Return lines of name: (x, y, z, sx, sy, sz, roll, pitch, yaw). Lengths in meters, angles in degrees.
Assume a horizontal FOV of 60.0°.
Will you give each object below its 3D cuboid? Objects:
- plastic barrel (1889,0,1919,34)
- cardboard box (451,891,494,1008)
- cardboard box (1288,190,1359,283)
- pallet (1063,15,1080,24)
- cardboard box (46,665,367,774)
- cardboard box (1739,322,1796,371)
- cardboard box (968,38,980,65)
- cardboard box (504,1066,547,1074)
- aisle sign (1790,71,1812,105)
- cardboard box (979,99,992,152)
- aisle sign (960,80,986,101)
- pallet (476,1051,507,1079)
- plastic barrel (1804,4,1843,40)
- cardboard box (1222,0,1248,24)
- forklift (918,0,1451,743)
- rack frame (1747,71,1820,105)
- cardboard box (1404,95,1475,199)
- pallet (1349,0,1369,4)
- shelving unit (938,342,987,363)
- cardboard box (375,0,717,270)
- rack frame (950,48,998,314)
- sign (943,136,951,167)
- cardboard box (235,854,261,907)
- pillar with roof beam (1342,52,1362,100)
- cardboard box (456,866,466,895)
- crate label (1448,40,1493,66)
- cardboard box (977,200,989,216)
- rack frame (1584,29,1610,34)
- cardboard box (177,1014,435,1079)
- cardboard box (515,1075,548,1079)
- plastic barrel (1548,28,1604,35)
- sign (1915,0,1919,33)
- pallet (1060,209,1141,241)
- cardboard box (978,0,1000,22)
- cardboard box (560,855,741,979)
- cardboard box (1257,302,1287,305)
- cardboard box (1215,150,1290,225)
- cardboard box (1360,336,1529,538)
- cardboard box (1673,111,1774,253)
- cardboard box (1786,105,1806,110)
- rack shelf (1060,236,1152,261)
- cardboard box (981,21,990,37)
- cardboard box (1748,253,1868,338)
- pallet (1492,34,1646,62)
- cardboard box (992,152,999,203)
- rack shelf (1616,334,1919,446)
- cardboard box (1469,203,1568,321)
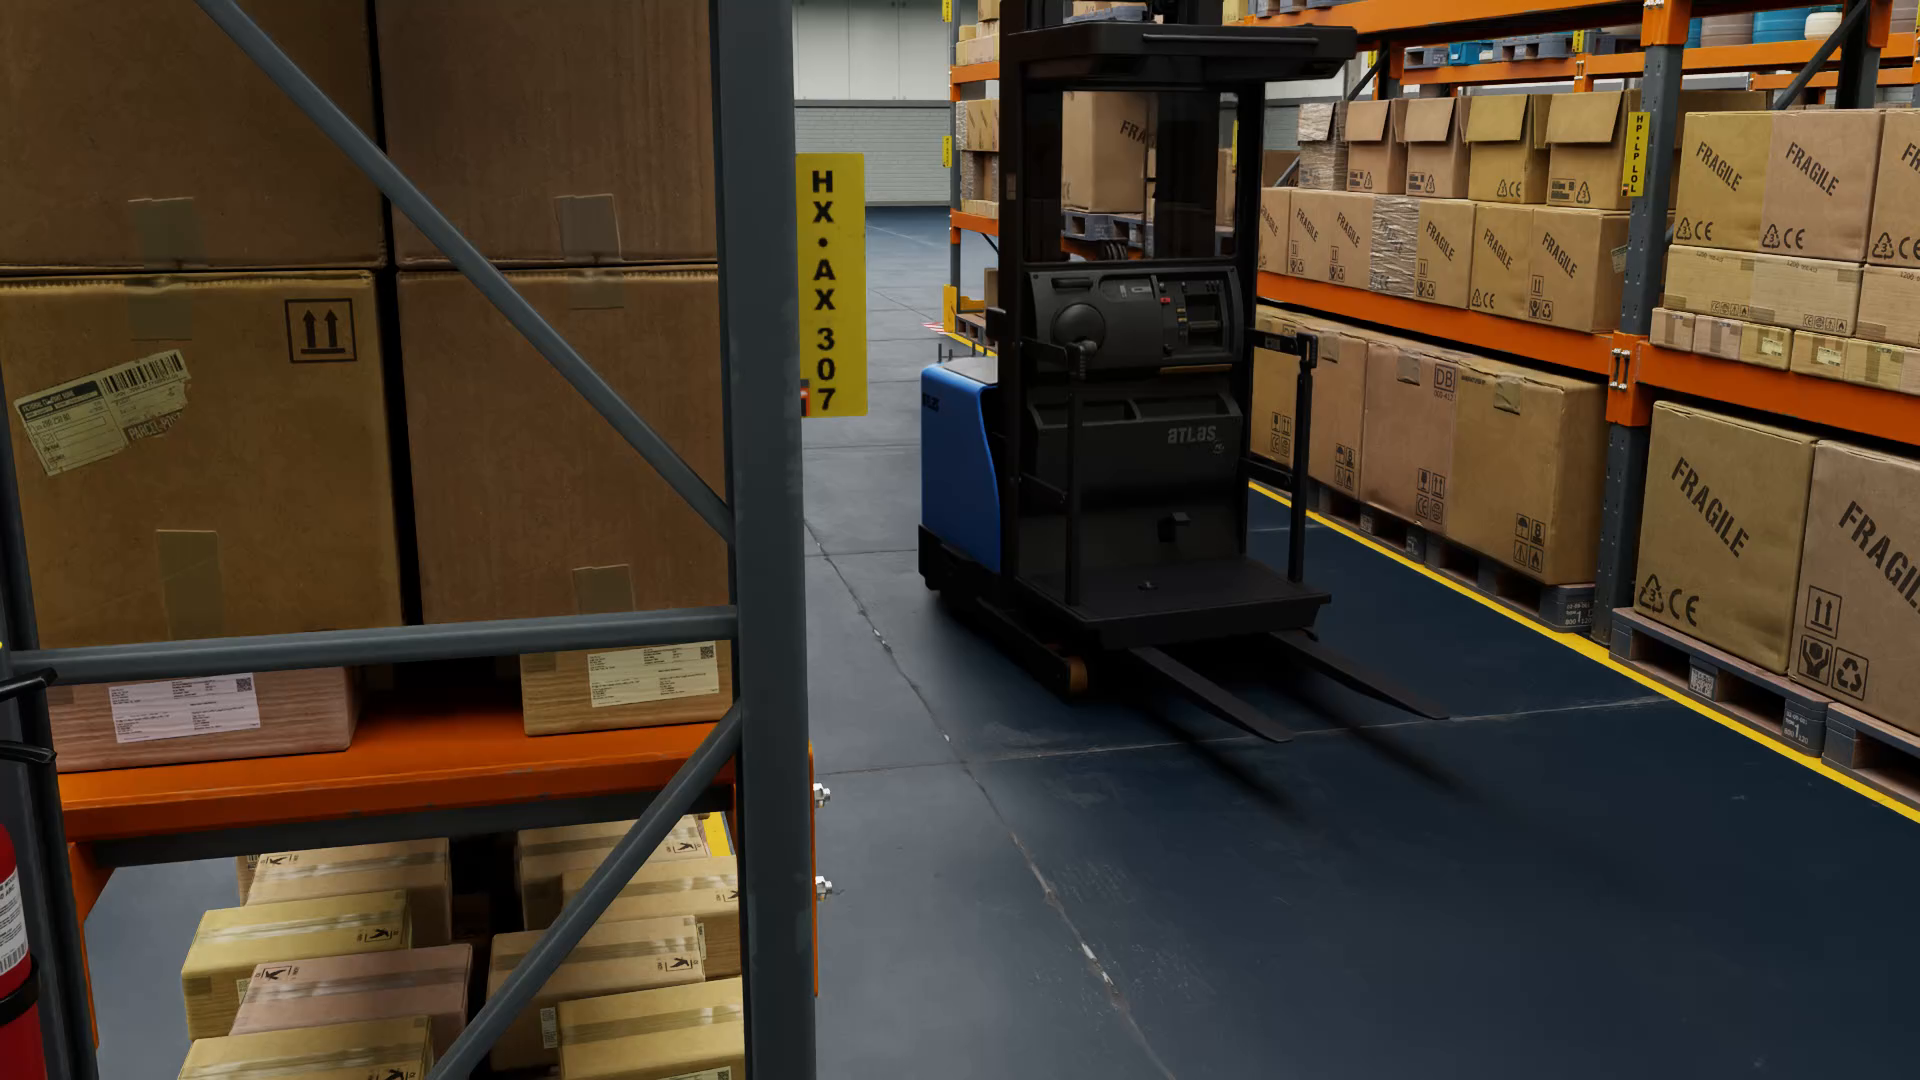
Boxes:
plastic barrel: (7.104, -4.141, 12.179, 0.600, 0.901, 0.600, 0, 14, 0)
cardboard box: (-1.182, 0.879, 3.503, 0.380, 0.149, 0.250, -3, 14, -14)
cardboard box: (2.245, -1.765, 9.620, 0.500, 0.500, 0.500, -4, 14, -15)
pallet: (1.374, -4.103, 13.476, 1.213, 0.211, 1.003, -3, 14, -13)
cardboard box: (-1.046, 0.199, 2.322, 0.380, 0.149, 0.250, -3, 14, -13)
cardboard box: (3.082, -0.710, 6.040, 0.380, 0.149, 0.250, -3, 14, -11)
cardboard box: (0.382, -4.948, 16.856, 0.500, 0.250, 0.500, -4, 14, -14)
cardboard box: (-0.721, 0.920, 3.338, 0.380, 0.149, 0.250, -3, 14, -12)
aisle sign: (10.293, -5.654, 20.271, 0.394, 0.787, 0.004, -3, 14, -13)
cardboard box: (0.487, -4.114, 16.501, 0.500, 0.500, 0.500, -3, 14, -13)
aisle sign: (0.087, -5.068, 17.875, 0.394, 0.787, 0.004, -3, 14, -13)
pallet: (-0.868, 1.284, 3.227, 1.003, 0.211, 1.213, -3, 14, -13)
plastic barrel: (6.561, -3.909, 12.577, 0.301, 0.262, 0.301, 0, 14, 0)
cardboard box: (1.922, -3.443, 10.694, 0.500, 0.250, 0.500, -3, 14, -13)
forklift: (0.798, -0.923, 6.531, 1.130, 2.935, 3.031, -5, 15, -20)
rack frame: (10.023, -4.359, 20.450, 1.000, 3.000, 0.127, -3, 14, -13)
cardboard box: (2.742, -2.024, 8.567, 0.797, 0.503, 0.637, -3, 14, -11)
pallet: (2.740, -2.924, 8.655, 1.003, 0.211, 1.213, -3, 14, -11)
shelving unit: (0.013, -0.498, 8.752, 0.215, 1.050, 0.252, -3, 14, -13)
cardboard box: (-0.542, -0.661, 2.368, 0.500, 0.500, 0.500, -3, 14, -14)
rack frame: (0.393, -3.808, 18.194, 1.000, 3.000, 0.127, -3, 14, -13)
sign: (-0.134, -4.198, 17.967, 0.100, 0.325, 0.005, -3, 14, -13)
cardboard box: (-1.369, 0.684, 3.675, 0.380, 0.149, 0.250, -3, 14, -11)
pillar with roof beam: (6.022, -12.734, 42.088, 9.100, 9.000, 0.400, -3, 14, -13)
cardboard box: (-1.394, 0.912, 3.995, 0.380, 0.149, 0.250, -3, 14, -12)
crate label: (5.326, -5.019, 17.142, 0.502, 0.251, 0.408, -3, 14, -13)
cardboard box: (0.391, -3.433, 17.189, 0.380, 0.149, 0.250, -3, 14, -13)
rack frame: (6.147, -6.076, 14.835, 1.000, 3.000, 0.127, -3, 14, -13)
cardboard box: (-1.065, 0.920, 2.709, 0.380, 0.149, 0.250, -3, 14, -13)
cardboard box: (-0.647, 1.123, 3.134, 0.380, 0.149, 0.250, -3, 14, -13)
plastic barrel: (6.017, -5.302, 16.045, 0.600, 0.901, 0.708, -3, 14, -13)
sign: (6.553, -3.613, 11.294, 0.100, 0.325, 0.005, -3, 14, -13)
pallet: (1.371, -2.608, 13.684, 1.003, 0.211, 1.213, -3, 14, -13)
cardboard box: (0.479, -5.344, 16.268, 0.500, 0.500, 0.500, -3, 14, -13)
cardboard box: (-0.603, 0.766, 3.339, 0.380, 0.149, 0.250, -3, 14, -13)
cardboard box: (2.085, -1.479, 11.421, 0.500, 0.250, 0.500, -3, 14, -11)
cardboard box: (1.878, -2.461, 11.583, 0.700, 0.500, 0.500, -1, 14, -5)
cardboard box: (2.831, -0.564, 8.508, 1.225, 0.875, 0.875, -4, 14, -15)
cardboard box: (3.075, -1.351, 6.245, 0.500, 0.500, 0.500, -3, 14, -13)
cardboard box: (10.133, -4.917, 19.791, 0.700, 0.500, 0.500, -3, 14, -13)
rack shelf: (1.802, -2.074, 12.613, 1.077, 0.370, 4.000, -3, 14, -13)
cardboard box: (0.427, -5.070, 16.514, 0.380, 0.149, 0.250, -3, 14, -13)
cardboard box: (3.179, -0.873, 5.871, 0.500, 0.250, 0.500, -3, 14, -13)
pallet: (5.882, -4.688, 15.872, 1.213, 0.211, 1.003, -3, 14, -13)
cardboard box: (0.805, -3.646, 16.694, 0.875, 0.500, 0.500, -3, 14, -13)
rack shelf: (3.681, -0.229, 5.059, 1.077, 0.370, 4.000, -3, 14, -13)
cardboard box: (2.727, -1.295, 7.699, 0.500, 0.500, 0.500, -3, 14, -11)
